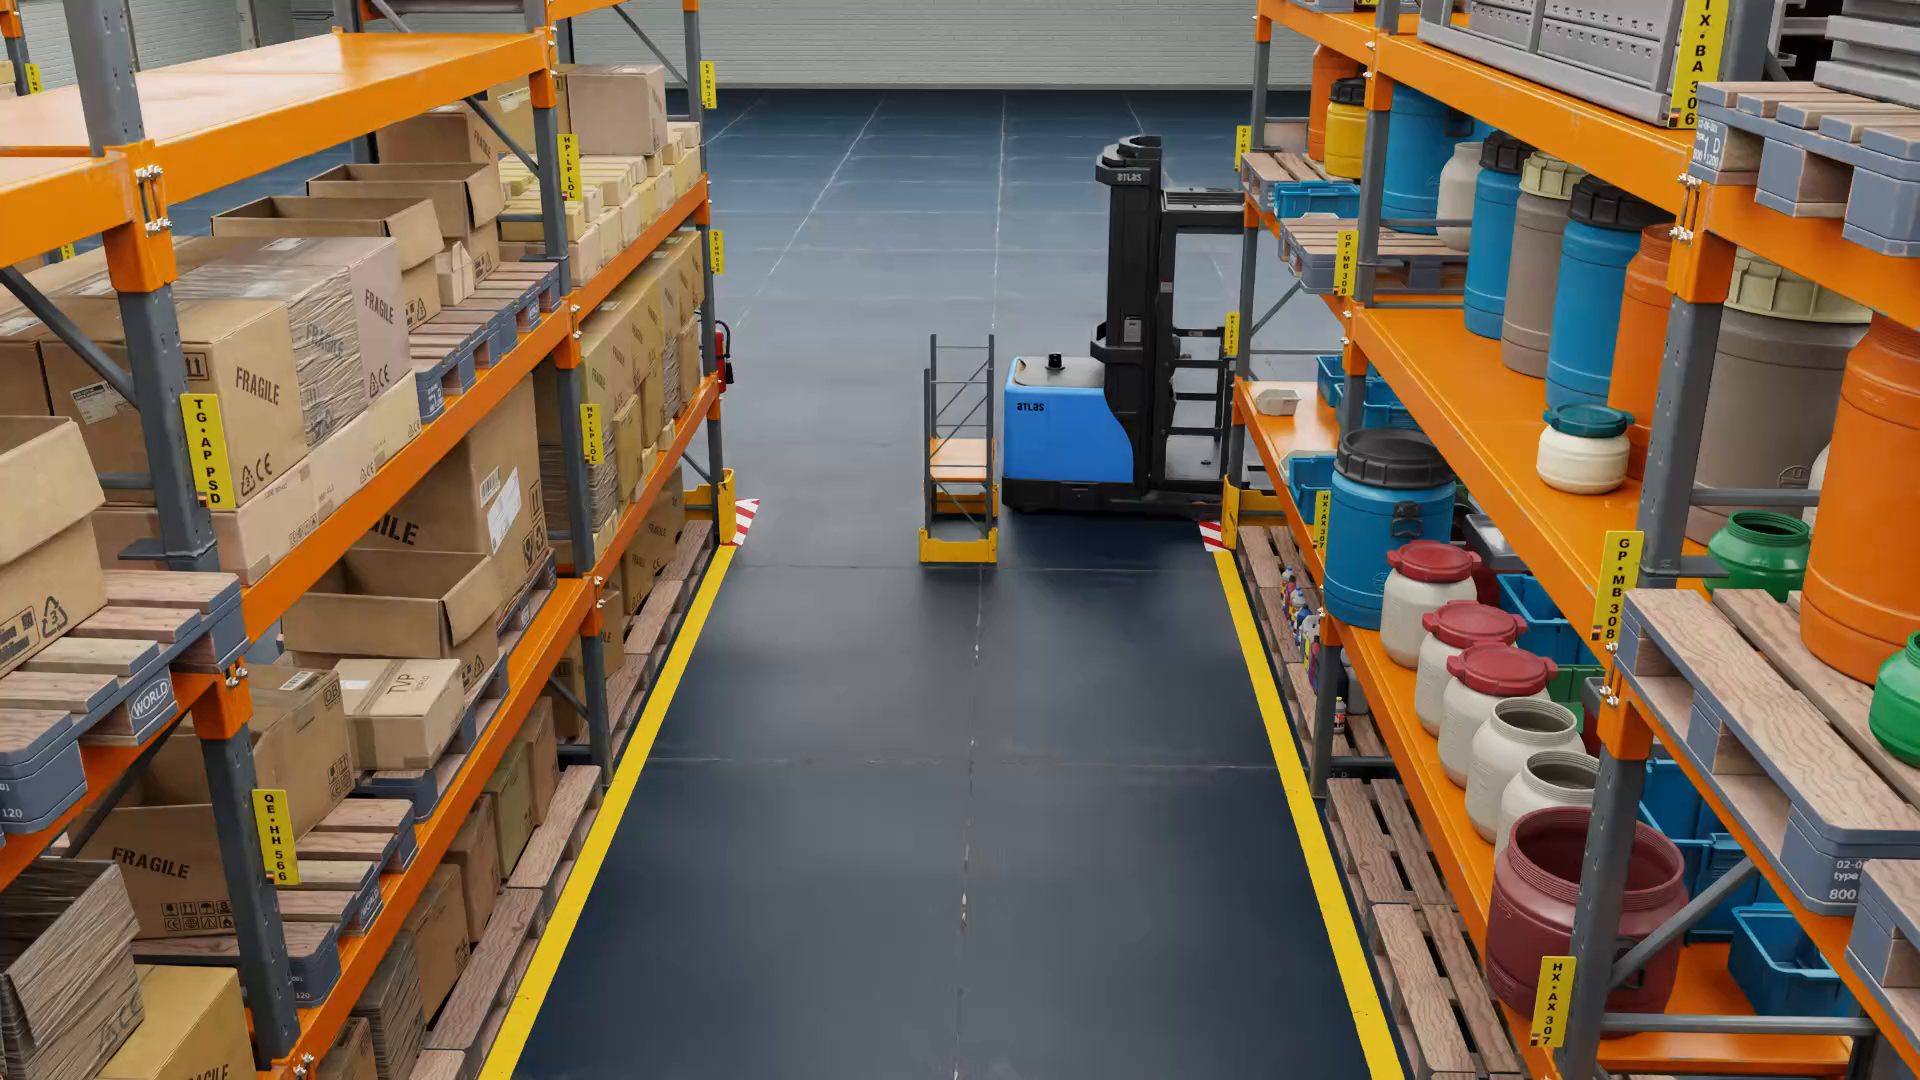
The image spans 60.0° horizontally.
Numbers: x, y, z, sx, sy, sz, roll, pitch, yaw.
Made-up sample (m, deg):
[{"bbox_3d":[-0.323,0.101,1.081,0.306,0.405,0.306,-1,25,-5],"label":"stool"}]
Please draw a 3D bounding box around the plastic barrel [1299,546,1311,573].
[{"bbox_3d":[2.632,-0.027,11.810,0.421,0.512,0.421,0,21,0],"label":"plastic barrel"}]

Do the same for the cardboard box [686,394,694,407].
[{"bbox_3d":[-2.126,-1.062,11.966,0.380,0.149,0.250,1,21,2],"label":"cardboard box"}]

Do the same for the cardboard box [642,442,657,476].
[{"bbox_3d":[-2.142,-0.519,10.567,0.380,0.149,0.250,1,21,2],"label":"cardboard box"}]

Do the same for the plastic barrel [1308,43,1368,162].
[{"bbox_3d":[2.703,-3.028,11.366,0.600,0.830,0.708,1,21,2],"label":"plastic barrel"}]

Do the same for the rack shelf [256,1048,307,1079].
[{"bbox_3d":[-2.664,2.486,3.471,1.077,0.370,4.000,1,21,2],"label":"rack shelf"}]

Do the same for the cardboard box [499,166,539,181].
[{"bbox_3d":[-2.725,-2.131,9.883,0.380,0.149,0.250,2,21,4],"label":"cardboard box"}]

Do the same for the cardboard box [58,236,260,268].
[{"bbox_3d":[-2.803,-0.791,5.944,0.500,0.500,0.500,1,21,3],"label":"cardboard box"}]

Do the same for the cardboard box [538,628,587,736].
[{"bbox_3d":[-2.429,0.806,9.679,0.500,0.500,0.500,0,21,0],"label":"cardboard box"}]

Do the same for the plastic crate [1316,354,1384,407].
[{"bbox_3d":[2.875,-1.157,12.071,0.499,0.251,0.616,1,21,2],"label":"plastic crate"}]

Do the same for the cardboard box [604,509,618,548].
[{"bbox_3d":[-2.154,-0.067,9.401,0.380,0.149,0.250,1,21,2],"label":"cardboard box"}]

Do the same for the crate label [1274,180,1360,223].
[{"bbox_3d":[2.204,-2.067,10.268,0.502,0.251,0.408,1,21,2],"label":"crate label"}]

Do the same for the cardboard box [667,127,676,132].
[{"bbox_3d":[-2.181,-2.783,11.565,0.380,0.149,0.250,0,21,0],"label":"cardboard box"}]

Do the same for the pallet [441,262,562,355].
[{"bbox_3d":[-2.607,-1.108,7.851,1.213,0.211,1.003,1,21,2],"label":"pallet"}]

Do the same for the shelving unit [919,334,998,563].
[{"bbox_3d":[0.002,-0.727,12.829,0.587,1.500,1.083,1,21,2],"label":"shelving unit"}]

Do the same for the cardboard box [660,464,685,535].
[{"bbox_3d":[-2.395,-0.270,12.454,0.500,0.500,0.500,5,22,12],"label":"cardboard box"}]

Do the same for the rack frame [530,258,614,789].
[{"bbox_3d":[-2.481,-0.019,8.932,1.000,3.000,0.127,1,21,2],"label":"rack frame"}]

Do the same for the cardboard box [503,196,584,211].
[{"bbox_3d":[-2.223,-1.745,8.888,0.380,0.149,0.250,0,21,-1],"label":"cardboard box"}]

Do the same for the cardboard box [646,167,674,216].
[{"bbox_3d":[-2.157,-2.251,10.744,0.500,0.250,0.500,1,21,3],"label":"cardboard box"}]

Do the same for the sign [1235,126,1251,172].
[{"bbox_3d":[2.041,-2.821,11.994,0.100,0.325,0.005,1,21,2],"label":"sign"}]

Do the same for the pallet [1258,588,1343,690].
[{"bbox_3d":[2.566,0.651,11.060,1.003,0.211,1.213,1,21,2],"label":"pallet"}]

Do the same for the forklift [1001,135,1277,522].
[{"bbox_3d":[1.888,-1.707,13.377,3.031,2.935,1.130,2,21,5],"label":"forklift"}]

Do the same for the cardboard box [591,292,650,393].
[{"bbox_3d":[-2.184,-1.192,10.023,0.500,0.500,0.500,1,21,2],"label":"cardboard box"}]

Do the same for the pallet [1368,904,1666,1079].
[{"bbox_3d":[2.450,2.062,7.423,1.003,0.211,1.213,1,21,2],"label":"pallet"}]

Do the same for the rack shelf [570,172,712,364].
[{"bbox_3d":[-2.421,-1.805,10.383,1.077,0.370,4.000,1,21,2],"label":"rack shelf"}]

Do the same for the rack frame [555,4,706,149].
[{"bbox_3d":[-2.360,-4.262,11.574,1.000,3.000,0.127,1,21,2],"label":"rack frame"}]

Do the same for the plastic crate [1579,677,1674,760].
[{"bbox_3d":[2.703,0.871,6.549,0.402,0.464,0.583,1,21,2],"label":"plastic crate"}]

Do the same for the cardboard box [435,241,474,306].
[{"bbox_3d":[-2.410,-1.210,7.458,0.396,0.266,0.258,1,21,4],"label":"cardboard box"}]

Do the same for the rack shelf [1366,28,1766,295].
[{"bbox_3d":[2.408,-1.517,6.045,1.077,0.370,4.000,1,21,2],"label":"rack shelf"}]

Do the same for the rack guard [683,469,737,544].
[{"bbox_3d":[-2.362,-0.273,13.040,1.175,0.500,0.348,1,21,2],"label":"rack guard"}]

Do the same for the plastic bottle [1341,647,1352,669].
[{"bbox_3d":[2.355,0.787,10.011,0.152,0.276,0.135,1,21,2],"label":"plastic bottle"}]

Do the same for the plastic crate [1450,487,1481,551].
[{"bbox_3d":[2.612,-0.124,9.287,0.767,0.338,0.504,1,21,2],"label":"plastic crate"}]

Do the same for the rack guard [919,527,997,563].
[{"bbox_3d":[-0.013,0.036,12.591,0.587,0.250,0.087,1,21,2],"label":"rack guard"}]

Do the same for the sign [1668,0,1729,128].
[{"bbox_3d":[1.798,-1.168,4.046,0.100,0.325,0.005,1,21,2],"label":"sign"}]

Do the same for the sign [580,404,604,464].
[{"bbox_3d":[-1.926,-0.554,8.710,0.100,0.325,0.005,1,21,2],"label":"sign"}]

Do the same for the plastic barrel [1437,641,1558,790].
[{"bbox_3d":[2.186,0.737,6.794,0.433,0.535,0.433,0,21,0],"label":"plastic barrel"}]

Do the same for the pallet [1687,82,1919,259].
[{"bbox_3d":[2.295,-0.780,3.414,1.213,0.211,1.003,1,21,2],"label":"pallet"}]

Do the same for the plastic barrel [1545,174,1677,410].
[{"bbox_3d":[2.631,-0.938,6.459,0.600,0.901,0.708,1,21,2],"label":"plastic barrel"}]

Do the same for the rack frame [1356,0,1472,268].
[{"bbox_3d":[2.469,-2.761,7.706,1.000,3.000,0.127,1,21,2],"label":"rack frame"}]

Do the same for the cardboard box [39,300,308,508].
[{"bbox_3d":[-2.332,-0.418,4.984,0.500,0.500,0.500,1,21,2],"label":"cardboard box"}]

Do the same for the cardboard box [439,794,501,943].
[{"bbox_3d":[-2.571,1.537,7.767,0.700,0.500,0.500,-1,21,-3],"label":"cardboard box"}]

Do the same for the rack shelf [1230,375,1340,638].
[{"bbox_3d":[2.530,-0.352,10.785,1.077,0.370,4.000,1,21,2],"label":"rack shelf"}]

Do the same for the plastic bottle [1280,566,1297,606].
[{"bbox_3d":[2.224,0.308,11.252,0.097,0.271,0.097,0,21,0],"label":"plastic bottle"}]

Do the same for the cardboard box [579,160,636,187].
[{"bbox_3d":[-2.188,-2.213,10.095,0.380,0.149,0.250,1,21,3],"label":"cardboard box"}]

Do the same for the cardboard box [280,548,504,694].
[{"bbox_3d":[-2.442,0.365,7.219,0.797,0.503,0.637,3,21,7],"label":"cardboard box"}]

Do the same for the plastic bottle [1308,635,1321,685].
[{"bbox_3d":[2.170,0.732,10.143,0.061,0.283,0.133,2,21,5],"label":"plastic bottle"}]

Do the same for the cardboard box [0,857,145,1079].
[{"bbox_3d":[-2.641,1.177,4.324,0.797,0.503,0.637,1,21,3],"label":"cardboard box"}]

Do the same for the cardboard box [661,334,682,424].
[{"bbox_3d":[-2.358,-1.090,11.141,0.875,0.500,0.500,1,21,2],"label":"cardboard box"}]

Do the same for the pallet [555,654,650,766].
[{"bbox_3d":[-2.496,1.038,10.063,1.003,0.211,1.213,1,21,2],"label":"pallet"}]

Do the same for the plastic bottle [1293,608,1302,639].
[{"bbox_3d":[2.208,0.537,10.760,0.097,0.201,0.097,0,21,0],"label":"plastic bottle"}]

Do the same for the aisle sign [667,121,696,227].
[{"bbox_3d":[-2.058,-2.696,12.238,0.394,0.787,0.004,1,21,2],"label":"aisle sign"}]
